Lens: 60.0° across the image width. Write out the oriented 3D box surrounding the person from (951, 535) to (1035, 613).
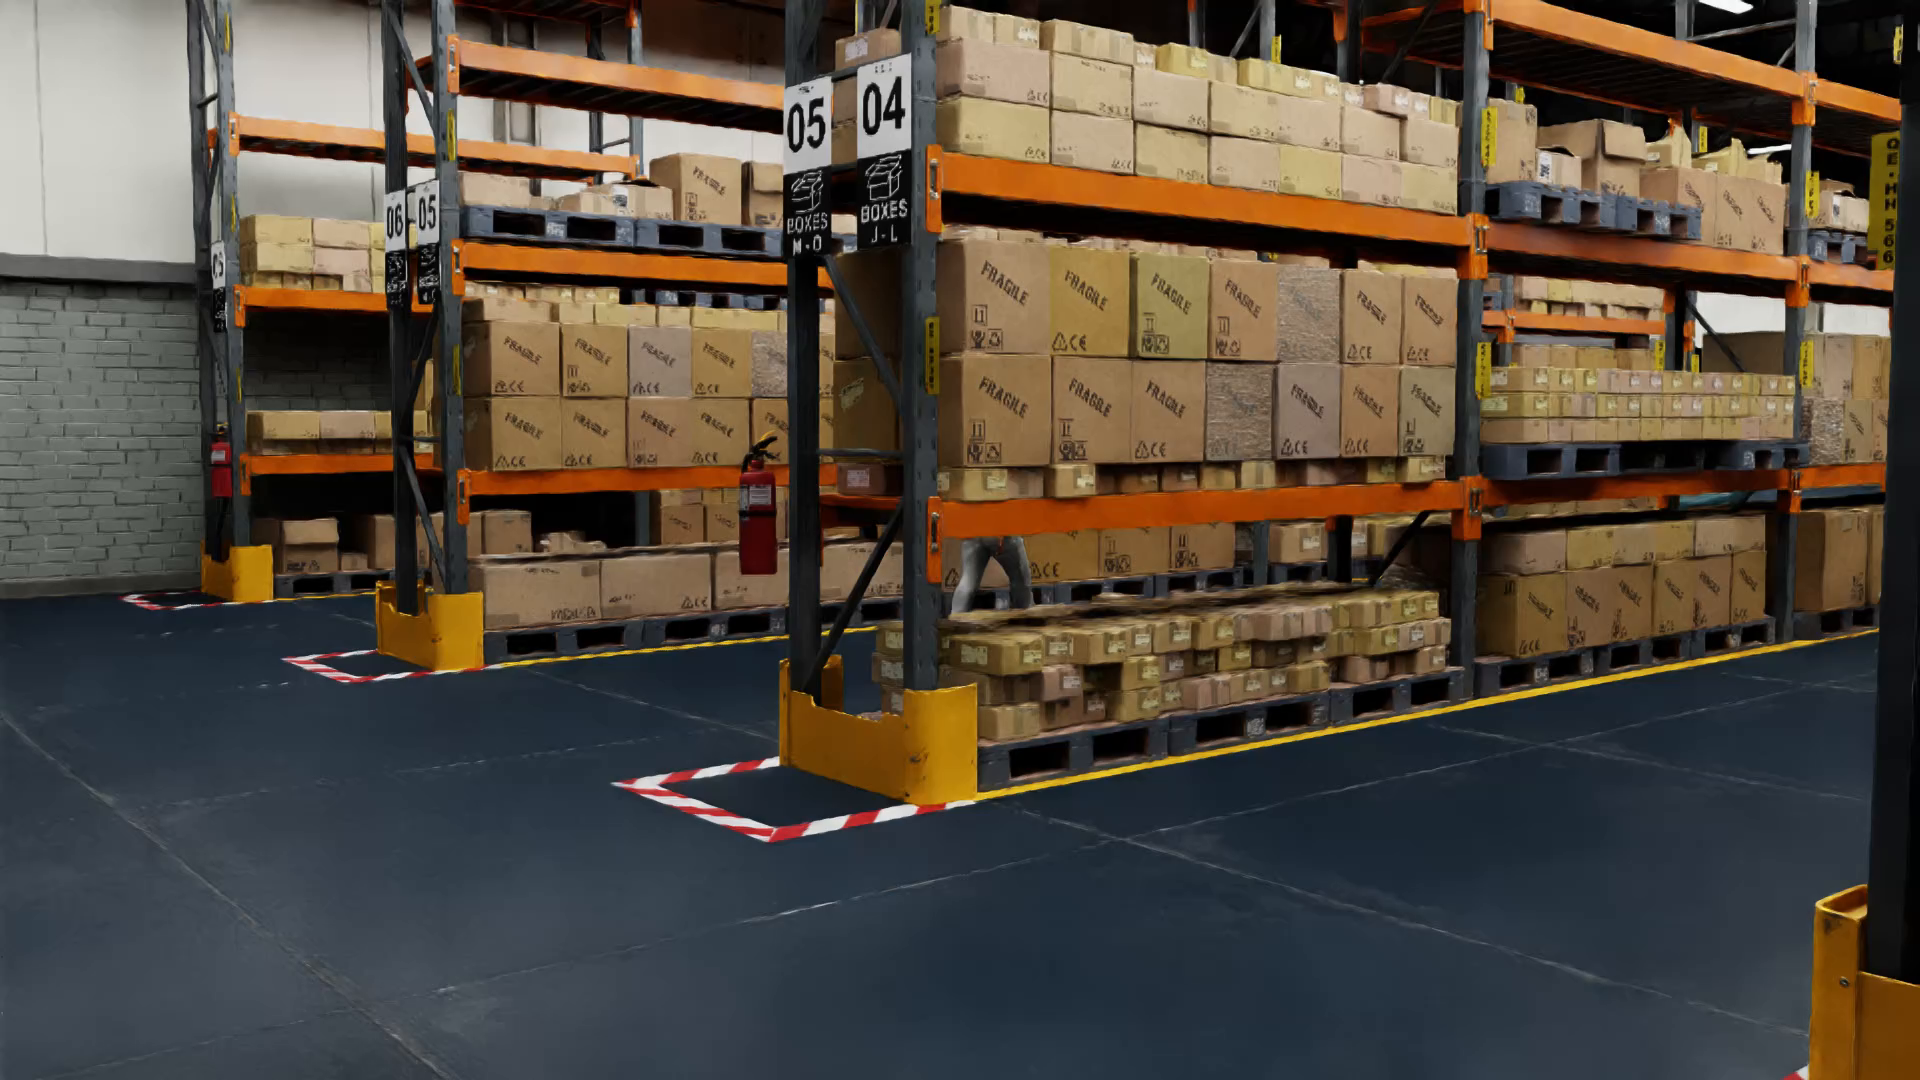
[{"bbox_3d":[0.277,-0.080,12.323,0.497,1.604,0.934,4,6,44],"label":"person"}]
